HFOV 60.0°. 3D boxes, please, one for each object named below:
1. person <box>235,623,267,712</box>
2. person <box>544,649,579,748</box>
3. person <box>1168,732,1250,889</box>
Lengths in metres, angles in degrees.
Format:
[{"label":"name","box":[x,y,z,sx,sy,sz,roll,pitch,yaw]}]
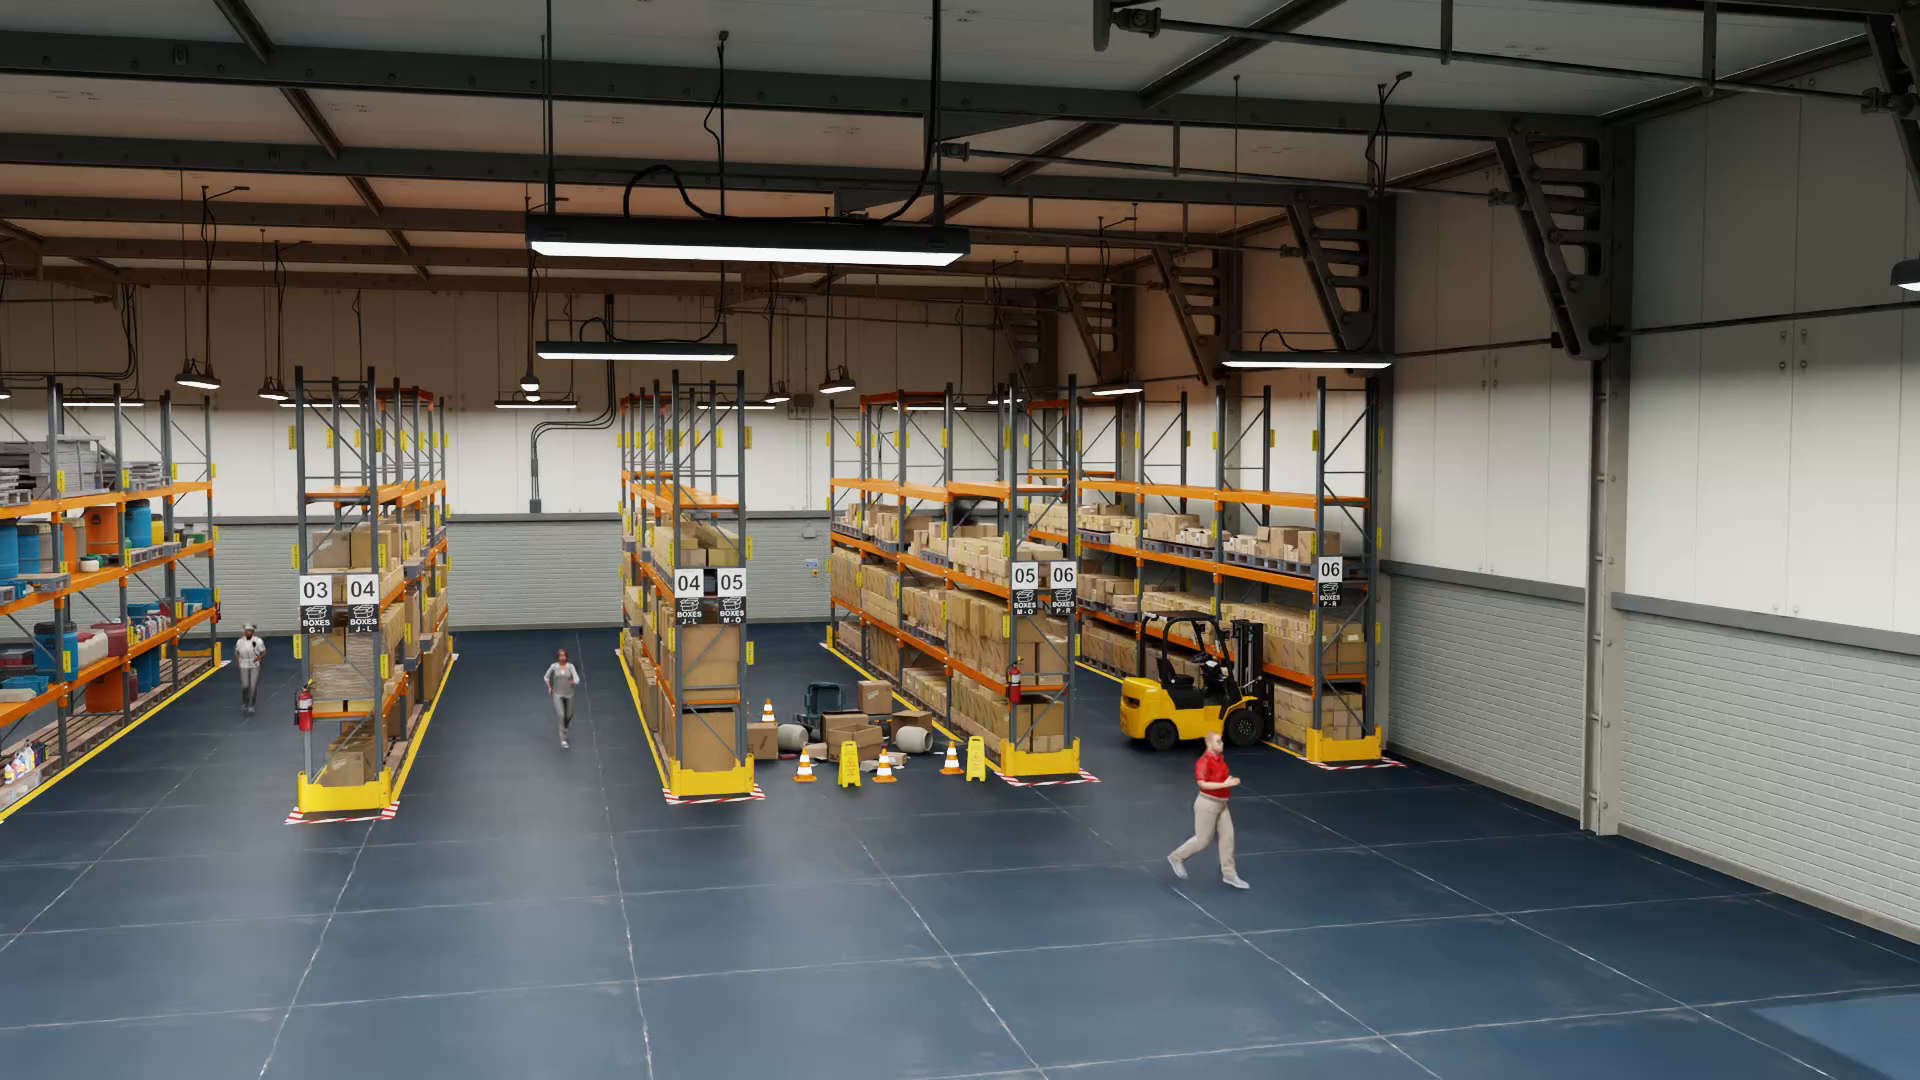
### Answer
[{"label":"person","box":[-13.035,2.346,30.537,0.561,1.668,0.564,-1,4,-17]},{"label":"person","box":[-6.514,2.569,27.250,0.543,1.576,0.877,-1,4,-23]},{"label":"person","box":[2.800,3.005,18.657,0.950,1.719,0.682,2,4,33]}]
